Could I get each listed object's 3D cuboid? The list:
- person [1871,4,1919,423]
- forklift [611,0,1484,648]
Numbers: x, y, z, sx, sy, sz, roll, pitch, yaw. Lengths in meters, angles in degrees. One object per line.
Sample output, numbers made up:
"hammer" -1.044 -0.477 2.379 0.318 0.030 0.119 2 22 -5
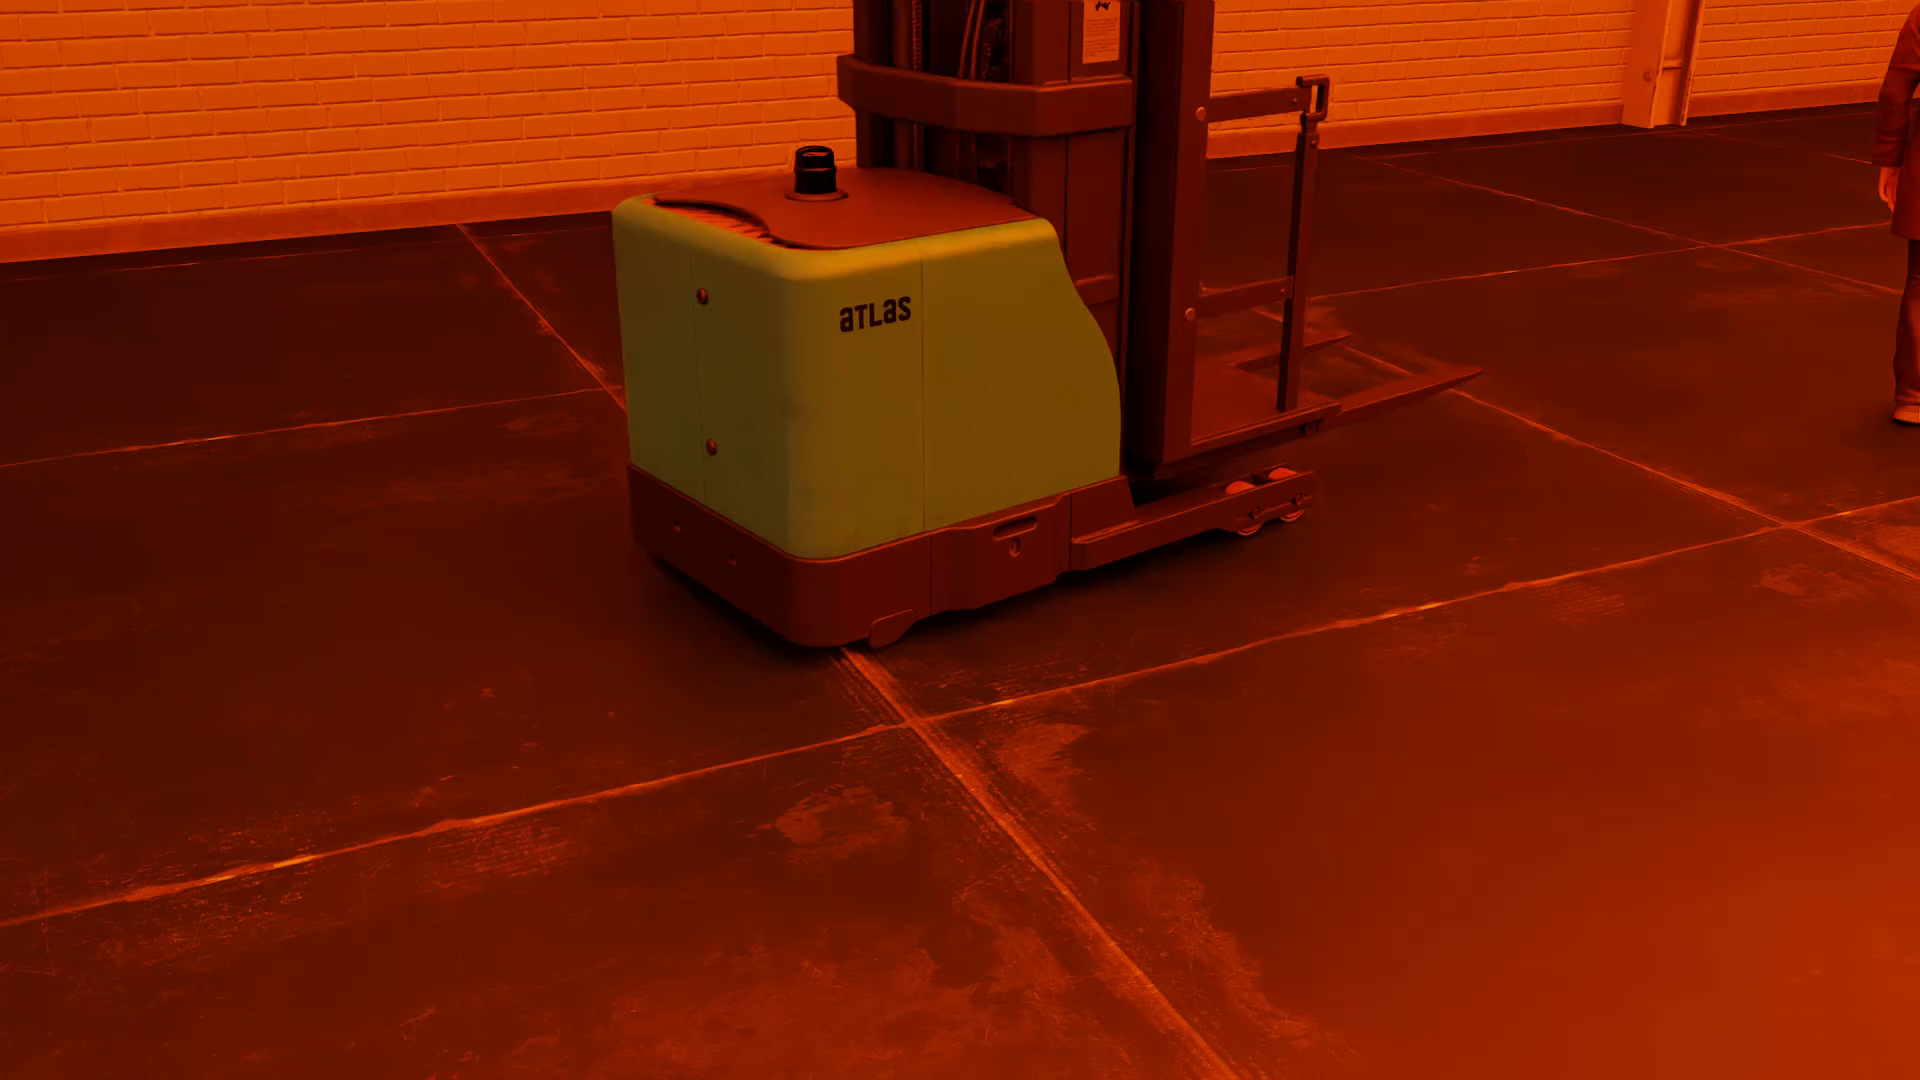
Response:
"person" 3.610 -1.291 5.879 0.581 1.776 0.694 -18 28 -36
"forklift" 0.497 -1.510 4.920 3.031 2.935 1.130 -17 28 -35
